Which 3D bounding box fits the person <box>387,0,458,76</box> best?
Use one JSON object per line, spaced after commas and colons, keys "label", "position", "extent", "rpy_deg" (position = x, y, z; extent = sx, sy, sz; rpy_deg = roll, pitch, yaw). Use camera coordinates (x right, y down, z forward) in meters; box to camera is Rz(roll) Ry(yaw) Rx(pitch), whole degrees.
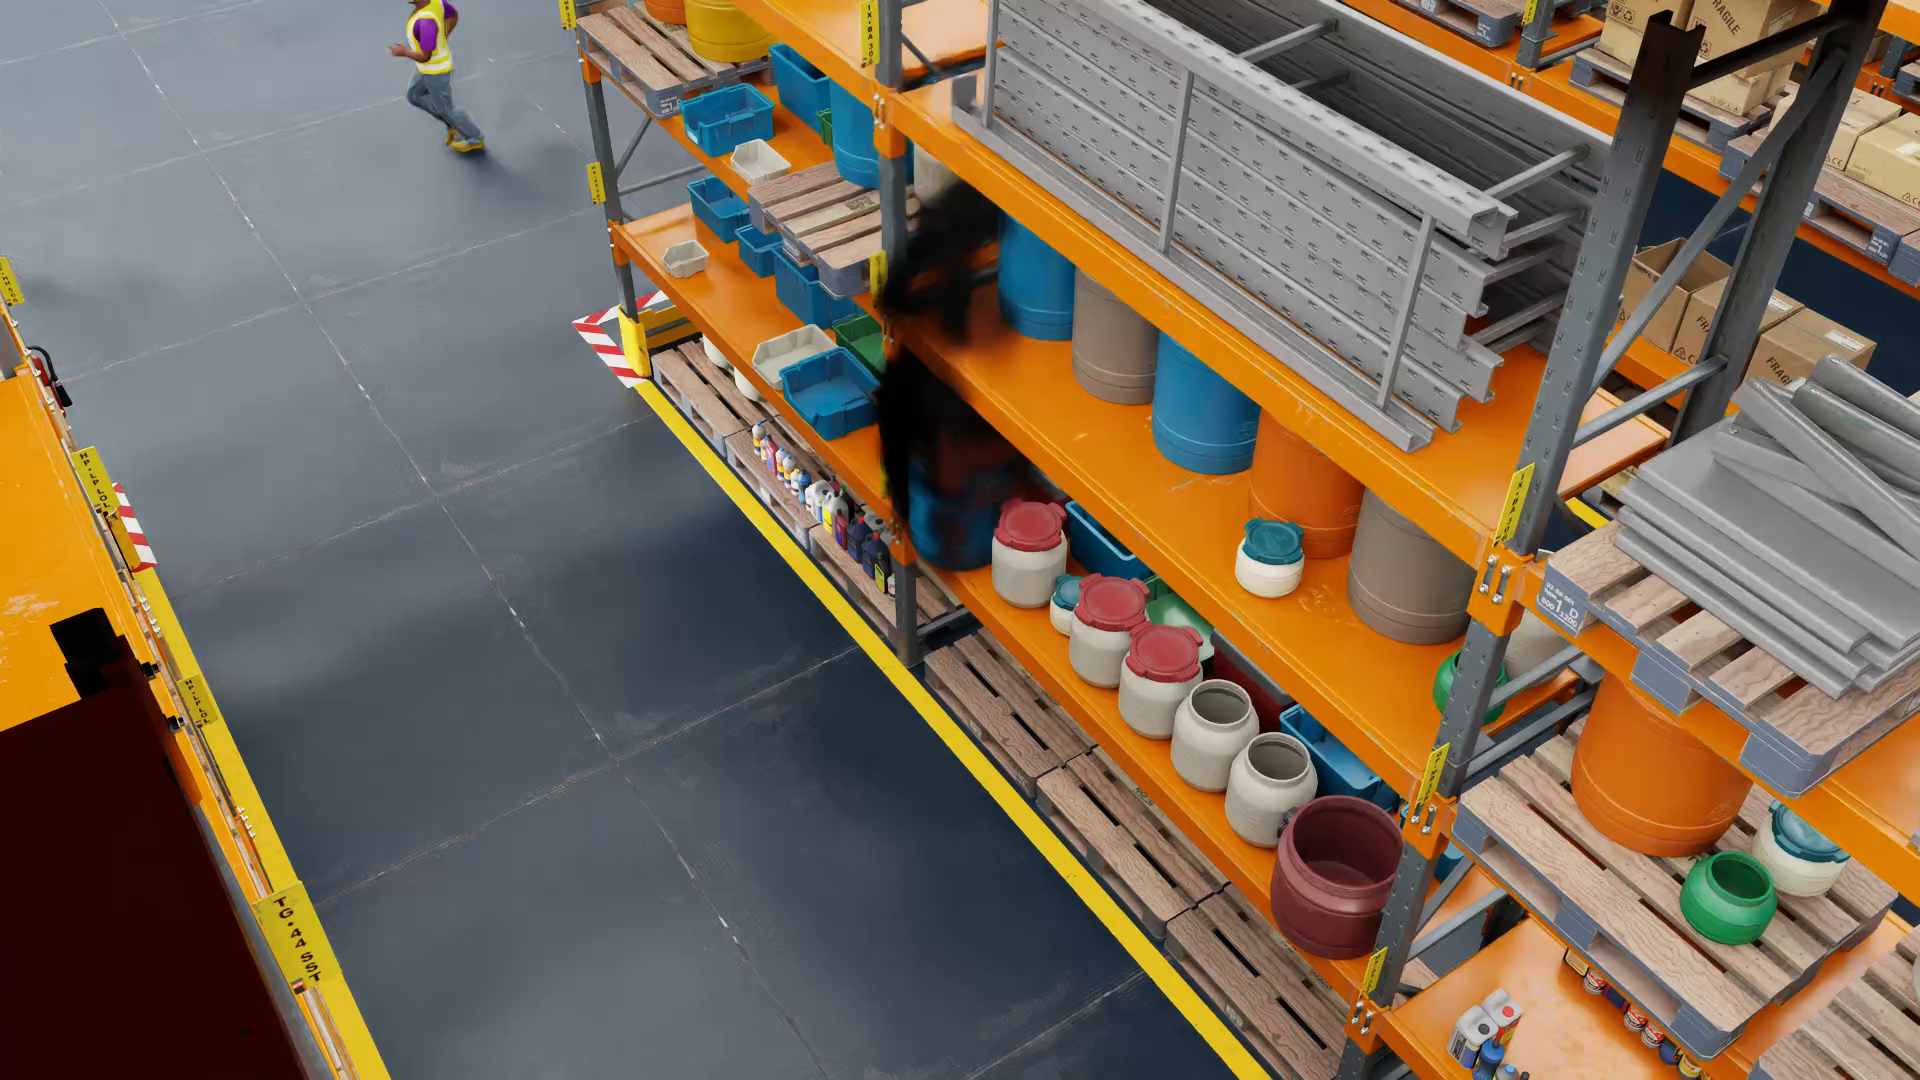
{"label": "person", "position": [-4.834, -4.635, 14.872], "extent": [0.659, 0.897, 0.676], "rpy_deg": [-10, 44, -11]}
